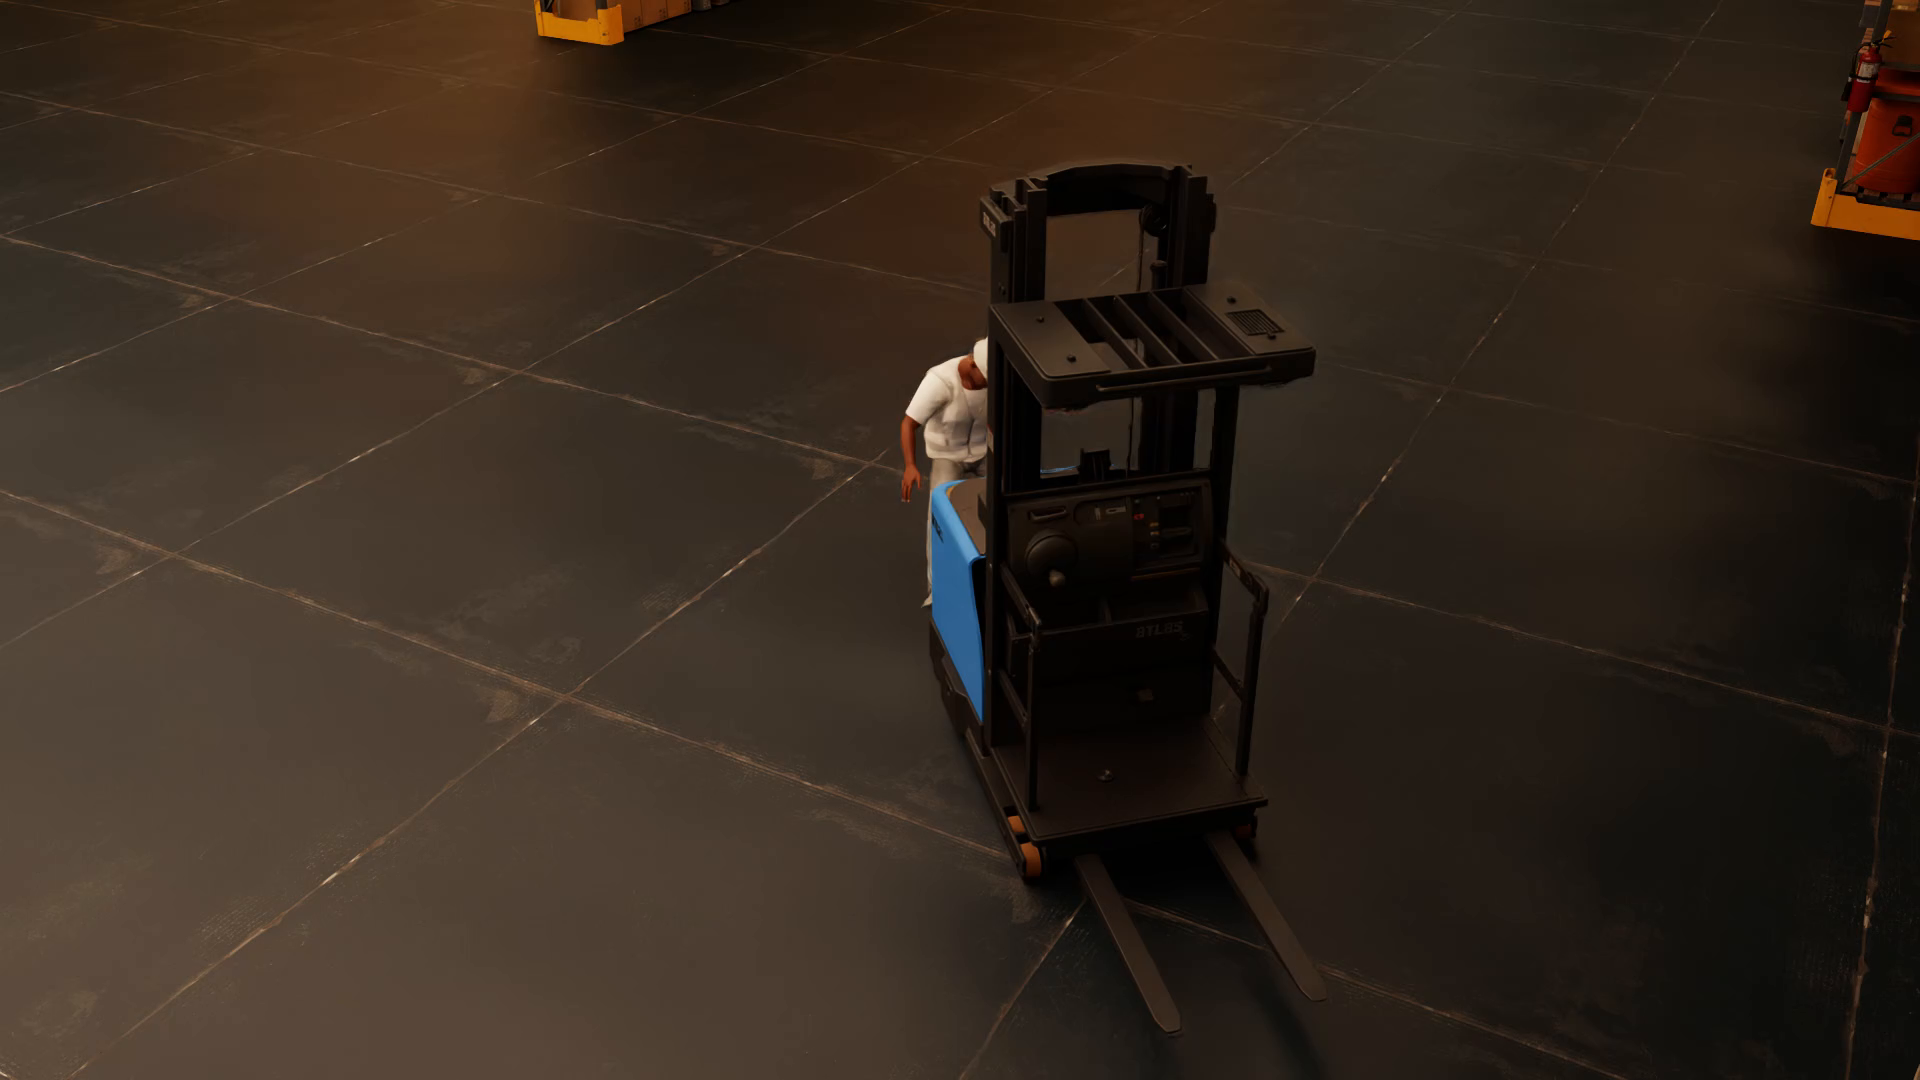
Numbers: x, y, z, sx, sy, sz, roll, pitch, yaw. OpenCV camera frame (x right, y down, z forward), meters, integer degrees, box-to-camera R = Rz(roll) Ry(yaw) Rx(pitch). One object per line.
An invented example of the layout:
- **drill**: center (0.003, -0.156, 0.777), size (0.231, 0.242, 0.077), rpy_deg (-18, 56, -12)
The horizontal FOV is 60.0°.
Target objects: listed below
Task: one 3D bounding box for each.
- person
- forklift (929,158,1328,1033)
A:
- **person**: center (0.108, -0.427, 9.295), size (0.981, 1.469, 1.077), rpy_deg (-9, 31, -15)
- **forklift**: center (0.715, 0.021, 7.034), size (1.130, 2.935, 3.031), rpy_deg (-8, 31, -13)
